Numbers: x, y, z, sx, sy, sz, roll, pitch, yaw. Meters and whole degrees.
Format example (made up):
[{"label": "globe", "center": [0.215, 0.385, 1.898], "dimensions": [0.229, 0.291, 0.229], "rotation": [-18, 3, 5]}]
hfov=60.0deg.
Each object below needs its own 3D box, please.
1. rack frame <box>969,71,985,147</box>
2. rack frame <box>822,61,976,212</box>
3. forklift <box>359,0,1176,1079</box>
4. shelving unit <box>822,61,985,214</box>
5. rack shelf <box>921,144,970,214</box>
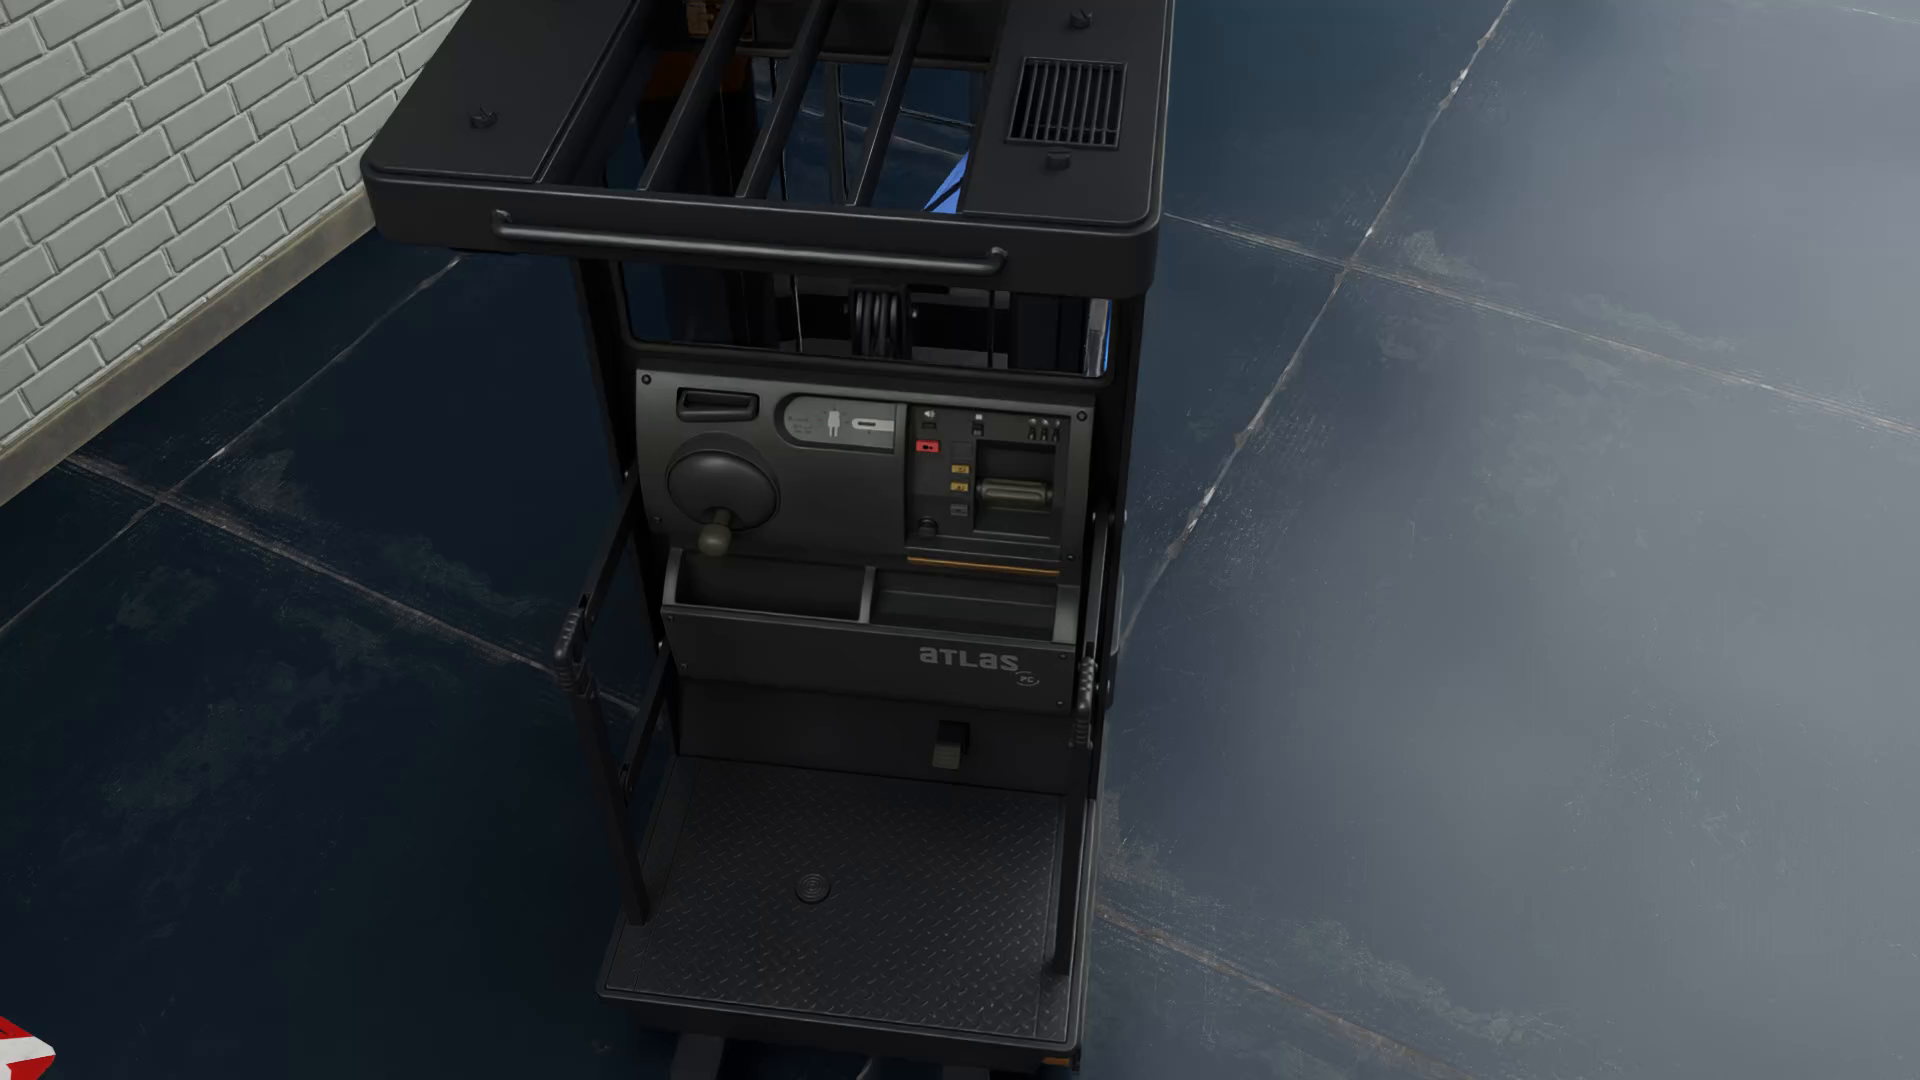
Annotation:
[{"label": "rack frame", "center": [0.267, -1.343, 5.523], "dimensions": [0.500, 1.500, 0.032], "rotation": [17, 48, 16]}, {"label": "rack frame", "center": [-0.128, -0.677, 4.865], "dimensions": [0.500, 1.500, 0.032], "rotation": [17, 48, 16]}, {"label": "forklift", "center": [-0.225, -0.043, 3.232], "dimensions": [1.130, 2.935, 3.031], "rotation": [5, 46, 5]}, {"label": "shelving unit", "center": [0.069, -1.010, 5.194], "dimensions": [0.538, 1.500, 1.048], "rotation": [17, 48, 16]}, {"label": "rack shelf", "center": [0.069, -0.884, 5.322], "dimensions": [0.538, 0.185, 1.000], "rotation": [17, 48, 16]}]
